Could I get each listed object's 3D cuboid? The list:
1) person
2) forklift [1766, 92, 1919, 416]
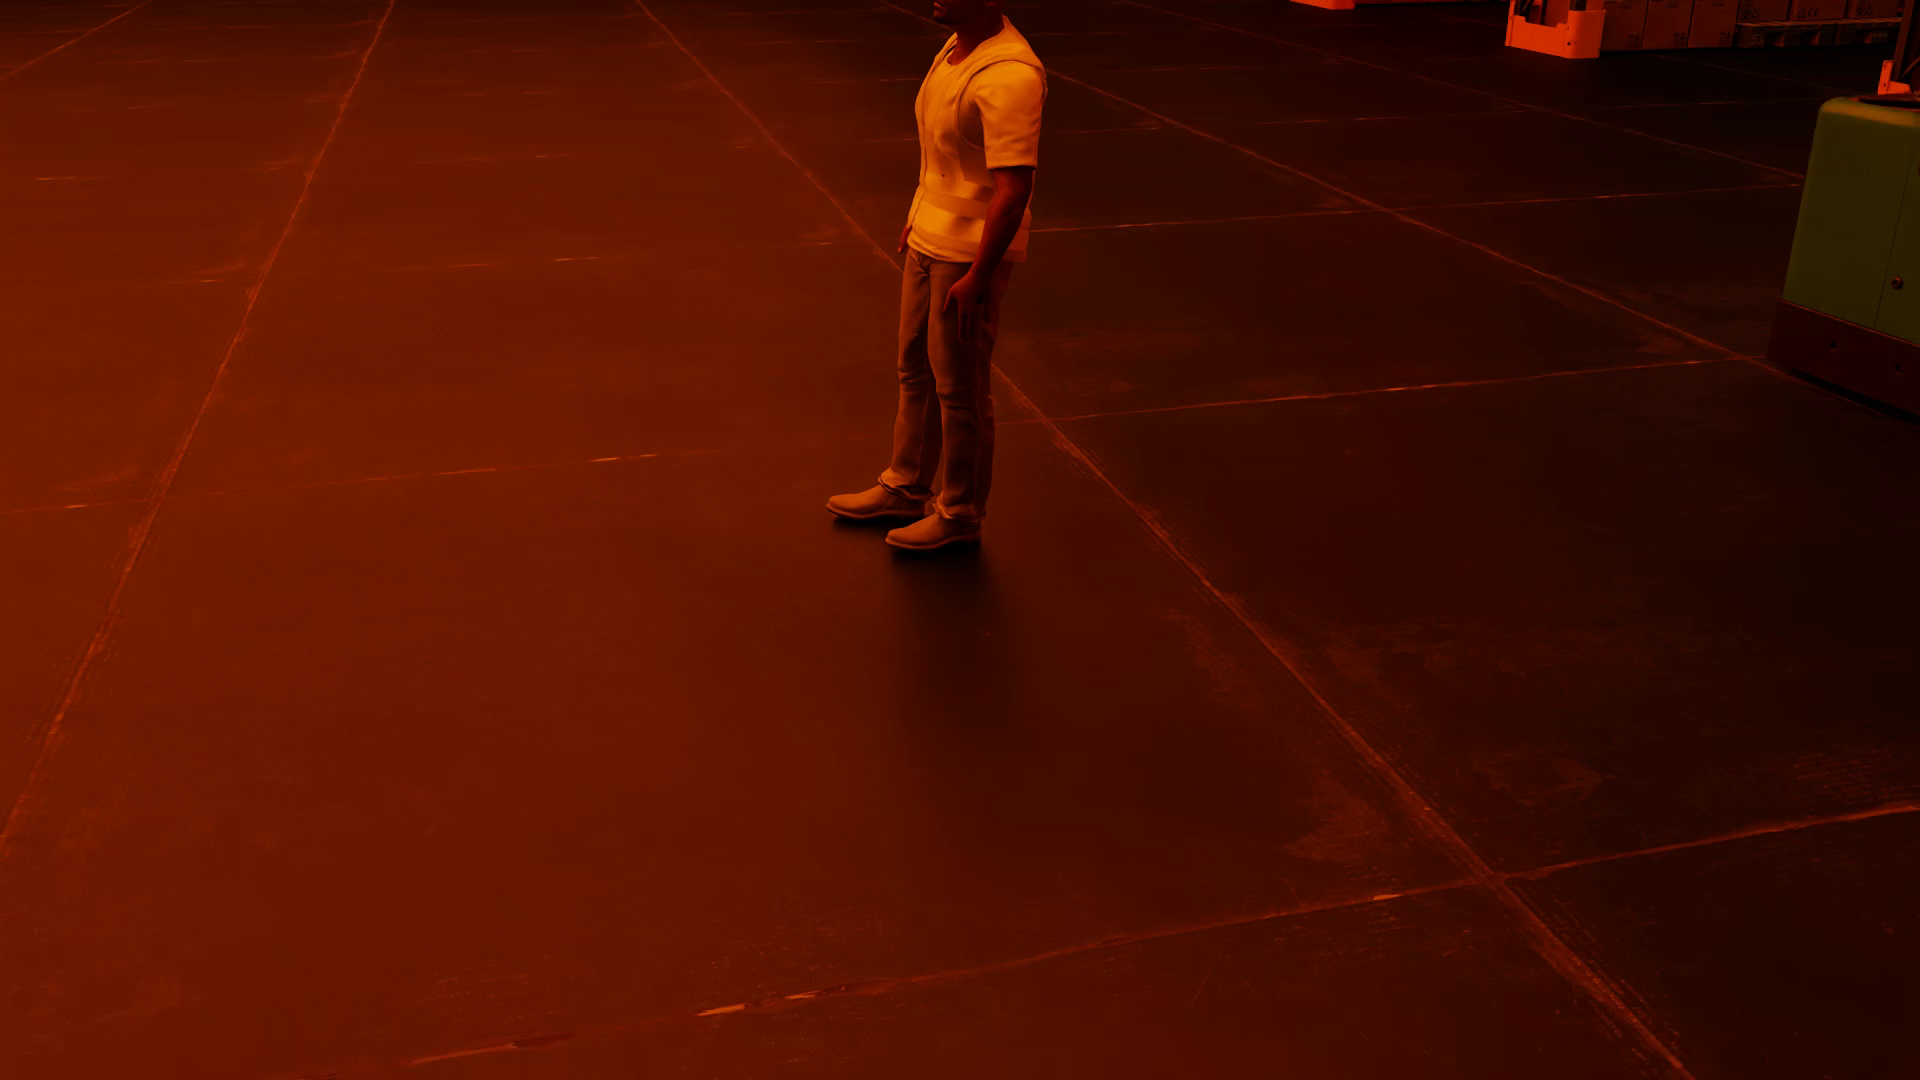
[{"bbox_3d":[-0.068,-0.815,4.693,0.577,1.765,0.665,-6,24,-14],"label":"person"},{"bbox_3d":[4.754,-2.010,6.033,3.031,2.935,1.130,-7,24,-17],"label":"forklift"}]
